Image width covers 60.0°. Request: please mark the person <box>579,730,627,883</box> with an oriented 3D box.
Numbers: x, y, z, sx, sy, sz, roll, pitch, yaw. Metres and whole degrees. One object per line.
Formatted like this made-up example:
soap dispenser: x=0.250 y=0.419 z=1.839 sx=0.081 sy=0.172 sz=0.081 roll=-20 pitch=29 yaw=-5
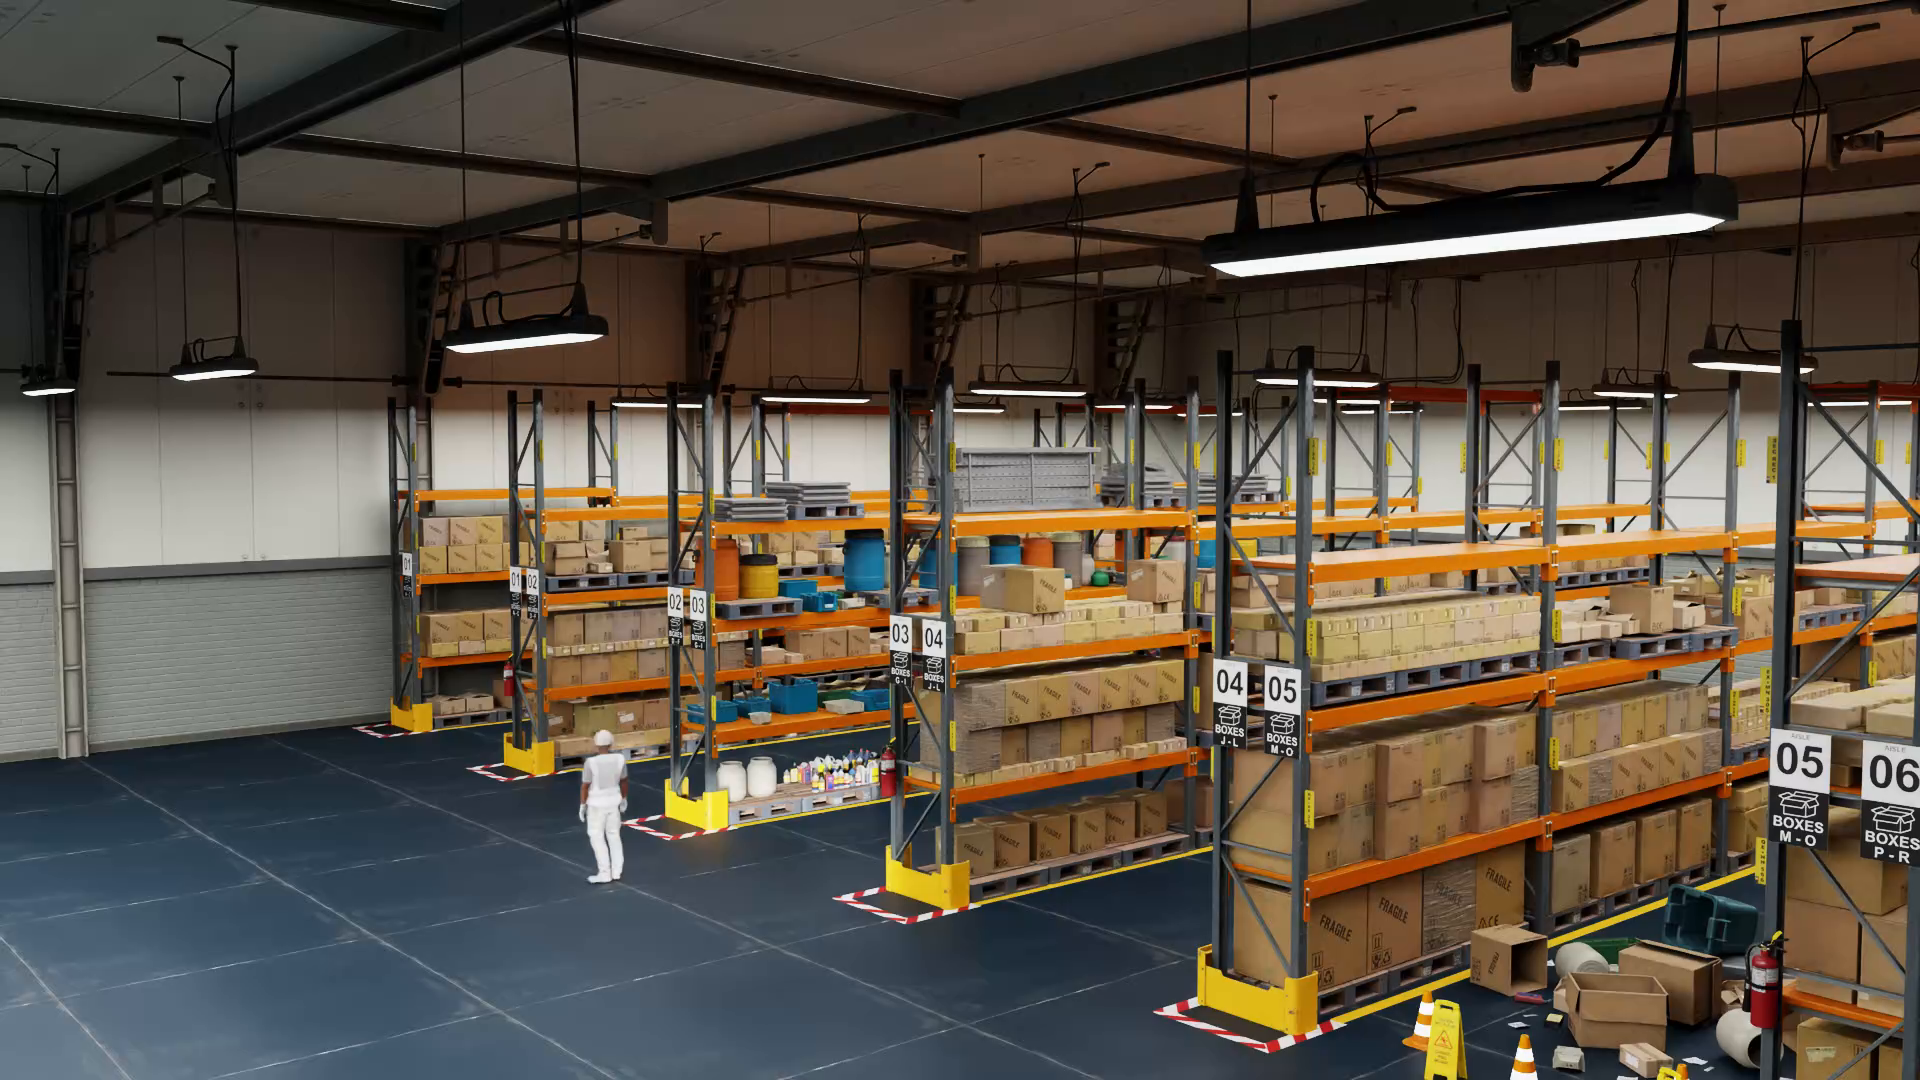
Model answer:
person: x=-4.185 y=3.126 z=19.621 sx=0.396 sy=1.797 sz=0.637 roll=2 pitch=4 yaw=36
